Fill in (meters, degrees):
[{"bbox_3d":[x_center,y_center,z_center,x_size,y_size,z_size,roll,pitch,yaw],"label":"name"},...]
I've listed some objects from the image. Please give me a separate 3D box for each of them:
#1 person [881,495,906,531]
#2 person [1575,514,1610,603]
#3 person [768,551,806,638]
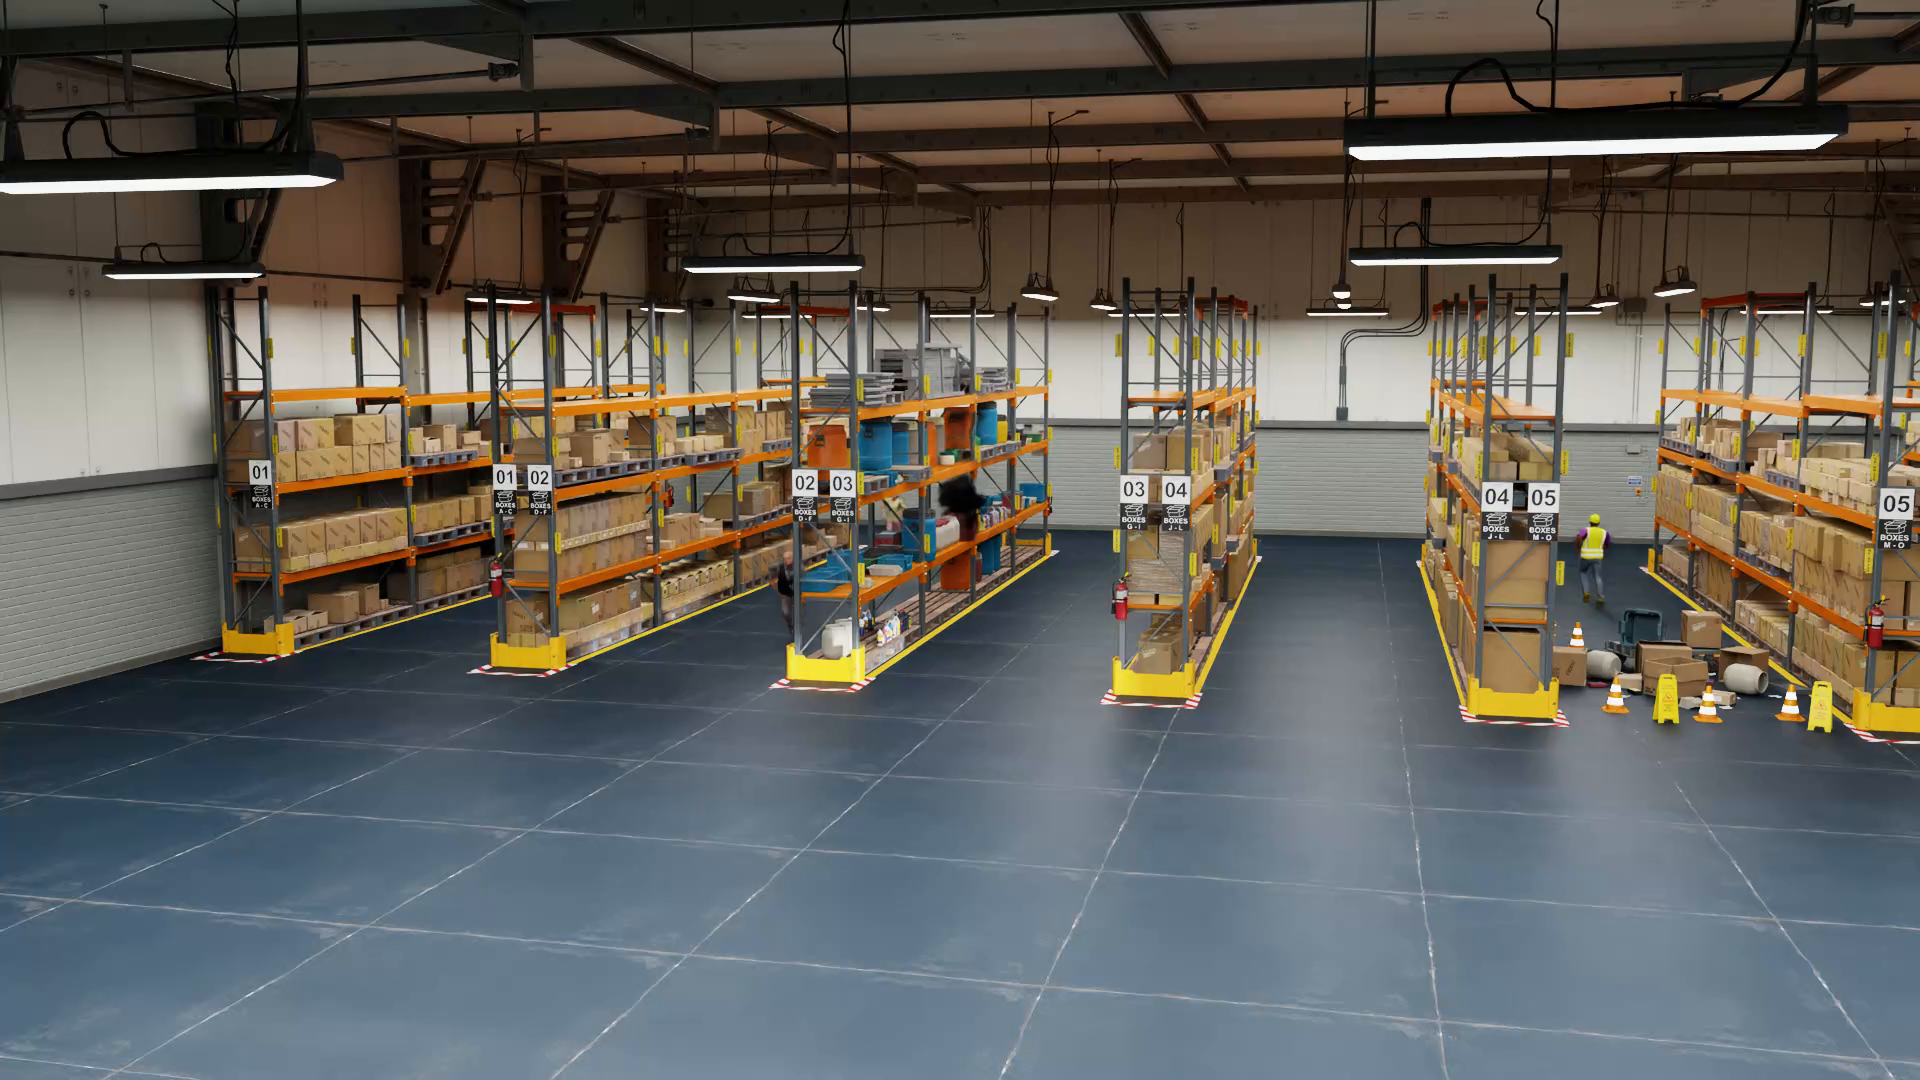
[{"bbox_3d":[-1.603,-0.435,40.319,0.631,1.659,0.789,1,7,5],"label":"person"},{"bbox_3d":[12.377,0.389,32.598,0.708,1.795,0.877,1,7,9],"label":"person"},{"bbox_3d":[-2.935,0.940,28.354,0.684,1.558,0.859,0,7,2],"label":"person"}]
